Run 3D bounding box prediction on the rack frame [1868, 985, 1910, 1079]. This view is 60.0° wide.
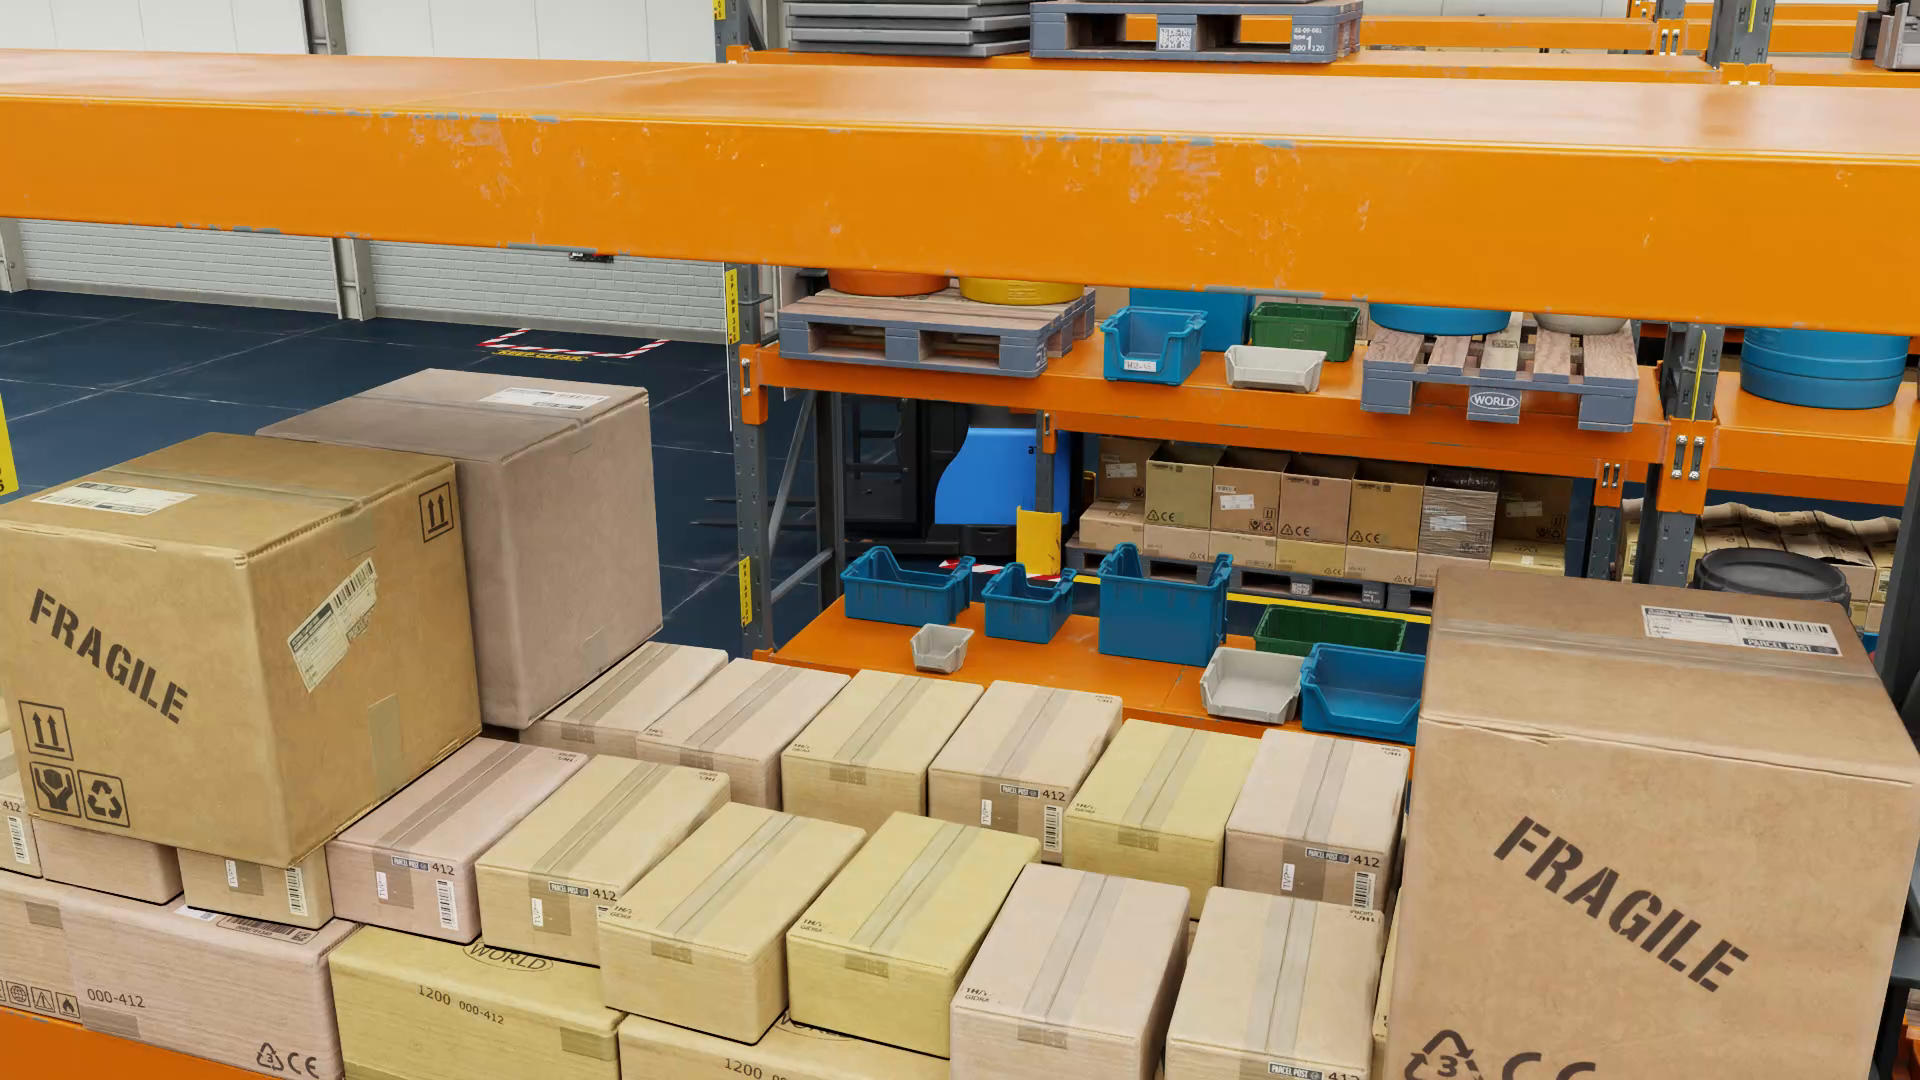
[{"bbox_3d":[1.320,2.178,2.770,0.127,3.000,1.000,7,20,18],"label":"rack frame"}]

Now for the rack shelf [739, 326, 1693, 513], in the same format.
[{"bbox_3d":[1.056,-0.654,7.432,4.000,0.370,1.077,7,20,18],"label":"rack shelf"}]

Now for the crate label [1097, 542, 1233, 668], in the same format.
[{"bbox_3d":[0.994,0.304,8.092,0.616,0.435,0.502,7,20,18],"label":"crate label"}]

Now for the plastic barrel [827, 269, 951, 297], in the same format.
[{"bbox_3d":[-0.332,-1.598,7.756,0.708,0.830,0.600,7,20,18],"label":"plastic barrel"}]

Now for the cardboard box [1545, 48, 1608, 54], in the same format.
[{"bbox_3d":[5.634,-4.357,15.260,0.500,0.500,0.500,5,20,13],"label":"cardboard box"}]

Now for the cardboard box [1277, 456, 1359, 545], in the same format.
[{"bbox_3d":[2.646,-0.298,12.273,0.500,0.500,0.500,7,20,18],"label":"cardboard box"}]

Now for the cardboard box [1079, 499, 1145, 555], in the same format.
[{"bbox_3d":[1.230,-0.106,12.863,0.500,0.250,0.500,7,20,18],"label":"cardboard box"}]

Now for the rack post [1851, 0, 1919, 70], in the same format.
[{"bbox_3d":[4.834,-2.103,5.634,3.121,1.000,1.013,7,20,18],"label":"rack post"}]

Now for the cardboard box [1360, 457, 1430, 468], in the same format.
[{"bbox_3d":[3.294,-0.411,12.598,0.500,0.500,0.500,7,20,18],"label":"cardboard box"}]

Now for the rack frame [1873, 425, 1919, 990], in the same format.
[{"bbox_3d":[1.320,-0.654,1.782,0.127,3.000,1.000,7,20,18],"label":"rack frame"}]

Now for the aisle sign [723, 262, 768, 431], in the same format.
[{"bbox_3d":[-0.997,-0.938,7.760,0.004,0.787,0.394,7,20,18],"label":"aisle sign"}]

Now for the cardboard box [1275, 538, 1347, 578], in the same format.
[{"bbox_3d":[2.646,0.056,12.397,0.500,0.250,0.500,7,20,18],"label":"cardboard box"}]

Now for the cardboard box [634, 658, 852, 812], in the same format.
[{"bbox_3d":[-0.385,0.367,3.031,0.250,0.149,0.380,7,20,19],"label":"cardboard box"}]

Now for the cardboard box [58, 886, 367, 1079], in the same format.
[{"bbox_3d":[-1.132,0.642,2.849,0.500,0.250,0.500,6,20,18],"label":"cardboard box"}]

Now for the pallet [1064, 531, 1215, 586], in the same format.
[{"bbox_3d":[1.532,0.053,13.104,1.213,0.211,1.003,7,20,18],"label":"pallet"}]

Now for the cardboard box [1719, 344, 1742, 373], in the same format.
[{"bbox_3d":[7.314,-1.703,15.894,0.500,0.250,0.500,6,20,17],"label":"cardboard box"}]

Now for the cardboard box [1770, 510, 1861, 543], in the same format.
[{"bbox_3d":[6.015,-0.003,11.714,0.500,0.311,0.500,6,20,18],"label":"cardboard box"}]

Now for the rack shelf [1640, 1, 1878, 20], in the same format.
[{"bbox_3d":[8.086,-4.530,14.602,4.000,0.370,1.077,7,20,18],"label":"rack shelf"}]

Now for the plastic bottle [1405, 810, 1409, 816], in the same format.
[{"bbox_3d":[2.141,1.445,8.230,0.185,0.351,0.144,6,20,16],"label":"plastic bottle"}]

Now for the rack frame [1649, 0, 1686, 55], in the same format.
[{"bbox_3d":[4.574,-3.734,10.617,0.127,3.000,1.000,7,20,18],"label":"rack frame"}]

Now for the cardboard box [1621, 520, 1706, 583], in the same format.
[{"bbox_3d":[4.883,0.056,11.546,0.500,0.311,0.500,7,20,18],"label":"cardboard box"}]

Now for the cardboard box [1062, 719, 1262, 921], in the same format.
[{"bbox_3d":[0.345,0.457,2.773,0.250,0.149,0.380,7,20,20],"label":"cardboard box"}]

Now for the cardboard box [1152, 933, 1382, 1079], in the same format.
[{"bbox_3d":[0.314,0.805,2.380,0.500,0.250,0.500,7,20,19],"label":"cardboard box"}]

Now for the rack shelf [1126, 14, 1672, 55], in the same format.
[{"bbox_3d":[2.685,-3.422,11.421,4.000,0.370,1.077,7,20,18],"label":"rack shelf"}]

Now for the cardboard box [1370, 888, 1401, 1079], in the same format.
[{"bbox_3d":[0.696,0.642,2.242,0.250,0.149,0.380,7,20,19],"label":"cardboard box"}]

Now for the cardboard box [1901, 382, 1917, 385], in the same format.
[{"bbox_3d":[6.265,-0.750,11.017,0.500,0.500,0.500,7,20,18],"label":"cardboard box"}]

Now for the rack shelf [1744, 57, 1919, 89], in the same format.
[{"bbox_3d":[4.835,-1.450,5.765,4.000,0.370,1.077,7,20,18],"label":"rack shelf"}]

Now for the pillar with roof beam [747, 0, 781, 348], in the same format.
[{"bbox_3d":[-3.717,-5.210,14.851,0.400,9.000,9.100,7,20,18],"label":"pillar with roof beam"}]

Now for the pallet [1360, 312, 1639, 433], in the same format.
[{"bbox_3d":[2.232,-0.736,6.862,1.003,0.211,1.213,7,20,18],"label":"pallet"}]

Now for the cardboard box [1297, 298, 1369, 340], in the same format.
[{"bbox_3d":[2.731,-1.770,11.973,0.500,0.500,0.700,7,20,18],"label":"cardboard box"}]

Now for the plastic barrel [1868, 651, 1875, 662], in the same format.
[{"bbox_3d":[3.777,0.746,6.673,0.433,0.535,0.433,0,19,0],"label":"plastic barrel"}]

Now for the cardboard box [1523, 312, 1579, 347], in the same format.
[{"bbox_3d":[4.153,-1.607,11.507,0.500,0.500,0.700,7,20,18],"label":"cardboard box"}]

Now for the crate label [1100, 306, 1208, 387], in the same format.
[{"bbox_3d":[0.827,-0.835,7.083,0.408,0.251,0.502,7,20,18],"label":"crate label"}]

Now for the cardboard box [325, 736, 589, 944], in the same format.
[{"bbox_3d":[-0.806,0.478,2.714,0.250,0.149,0.380,6,20,17],"label":"cardboard box"}]

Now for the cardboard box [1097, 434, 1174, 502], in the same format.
[{"bbox_3d":[1.400,-0.622,13.204,0.500,0.500,0.500,7,20,18],"label":"cardboard box"}]

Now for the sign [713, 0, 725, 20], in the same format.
[{"bbox_3d":[-1.018,-2.357,6.985,0.005,0.325,0.100,7,20,18],"label":"sign"}]

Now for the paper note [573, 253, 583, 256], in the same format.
[{"bbox_3d":[-4.771,-3.619,20.739,0.142,0.148,0.016,7,20,18],"label":"paper note"}]

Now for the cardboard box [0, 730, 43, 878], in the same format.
[{"bbox_3d":[-1.548,0.413,2.900,0.250,0.149,0.380,7,21,20],"label":"cardboard box"}]

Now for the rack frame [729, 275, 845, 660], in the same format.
[{"bbox_3d":[-0.833,0.206,8.427,0.127,3.000,1.000,7,20,18],"label":"rack frame"}]

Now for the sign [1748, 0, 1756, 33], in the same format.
[{"bbox_3d":[2.754,-1.926,5.747,0.005,0.325,0.100,7,20,18],"label":"sign"}]

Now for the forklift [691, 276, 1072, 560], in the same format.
[{"bbox_3d":[-0.623,-1.395,13.124,3.031,2.935,1.130,1,19,3],"label":"forklift"}]

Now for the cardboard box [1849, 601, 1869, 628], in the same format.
[{"bbox_3d":[5.847,0.430,11.325,0.500,0.250,0.500,6,20,16],"label":"cardboard box"}]

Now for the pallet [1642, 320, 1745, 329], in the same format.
[{"bbox_3d":[6.871,-2.224,15.690,1.213,0.211,1.003,7,20,18],"label":"pallet"}]

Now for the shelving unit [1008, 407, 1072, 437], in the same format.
[{"bbox_3d":[0.638,-0.883,13.307,0.503,2.100,0.431,10,22,6],"label":"shelving unit"}]

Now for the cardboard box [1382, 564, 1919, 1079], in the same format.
[{"bbox_3d":[0.811,0.369,2.040,0.500,0.500,0.500,6,20,16],"label":"cardboard box"}]

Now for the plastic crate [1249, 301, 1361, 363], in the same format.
[{"bbox_3d":[1.544,-0.933,7.461,0.450,0.188,0.336,7,20,18],"label":"plastic crate"}]

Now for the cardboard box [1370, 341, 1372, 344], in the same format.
[{"bbox_3d":[3.048,-1.355,11.770,0.250,0.149,0.380,7,20,20],"label":"cardboard box"}]

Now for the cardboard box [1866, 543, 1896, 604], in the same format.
[{"bbox_3d":[6.336,0.222,11.071,0.500,0.311,0.500,7,20,20],"label":"cardboard box"}]

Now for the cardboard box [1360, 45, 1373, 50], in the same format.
[{"bbox_3d":[3.647,-4.580,15.901,0.500,0.500,0.500,7,20,20],"label":"cardboard box"}]

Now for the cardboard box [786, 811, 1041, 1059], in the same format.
[{"bbox_3d":[-0.058,0.569,2.451,0.250,0.149,0.380,7,21,20],"label":"cardboard box"}]

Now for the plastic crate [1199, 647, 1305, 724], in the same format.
[{"bbox_3d":[1.328,0.666,7.508,0.437,0.136,0.530,7,20,18],"label":"plastic crate"}]

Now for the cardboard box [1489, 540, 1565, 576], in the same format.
[{"bbox_3d":[4.065,0.217,11.937,0.500,0.250,0.500,7,20,18],"label":"cardboard box"}]

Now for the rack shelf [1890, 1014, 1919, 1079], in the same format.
[{"bbox_3d":[3.209,1.318,1.775,4.000,0.370,1.077,7,20,18],"label":"rack shelf"}]
